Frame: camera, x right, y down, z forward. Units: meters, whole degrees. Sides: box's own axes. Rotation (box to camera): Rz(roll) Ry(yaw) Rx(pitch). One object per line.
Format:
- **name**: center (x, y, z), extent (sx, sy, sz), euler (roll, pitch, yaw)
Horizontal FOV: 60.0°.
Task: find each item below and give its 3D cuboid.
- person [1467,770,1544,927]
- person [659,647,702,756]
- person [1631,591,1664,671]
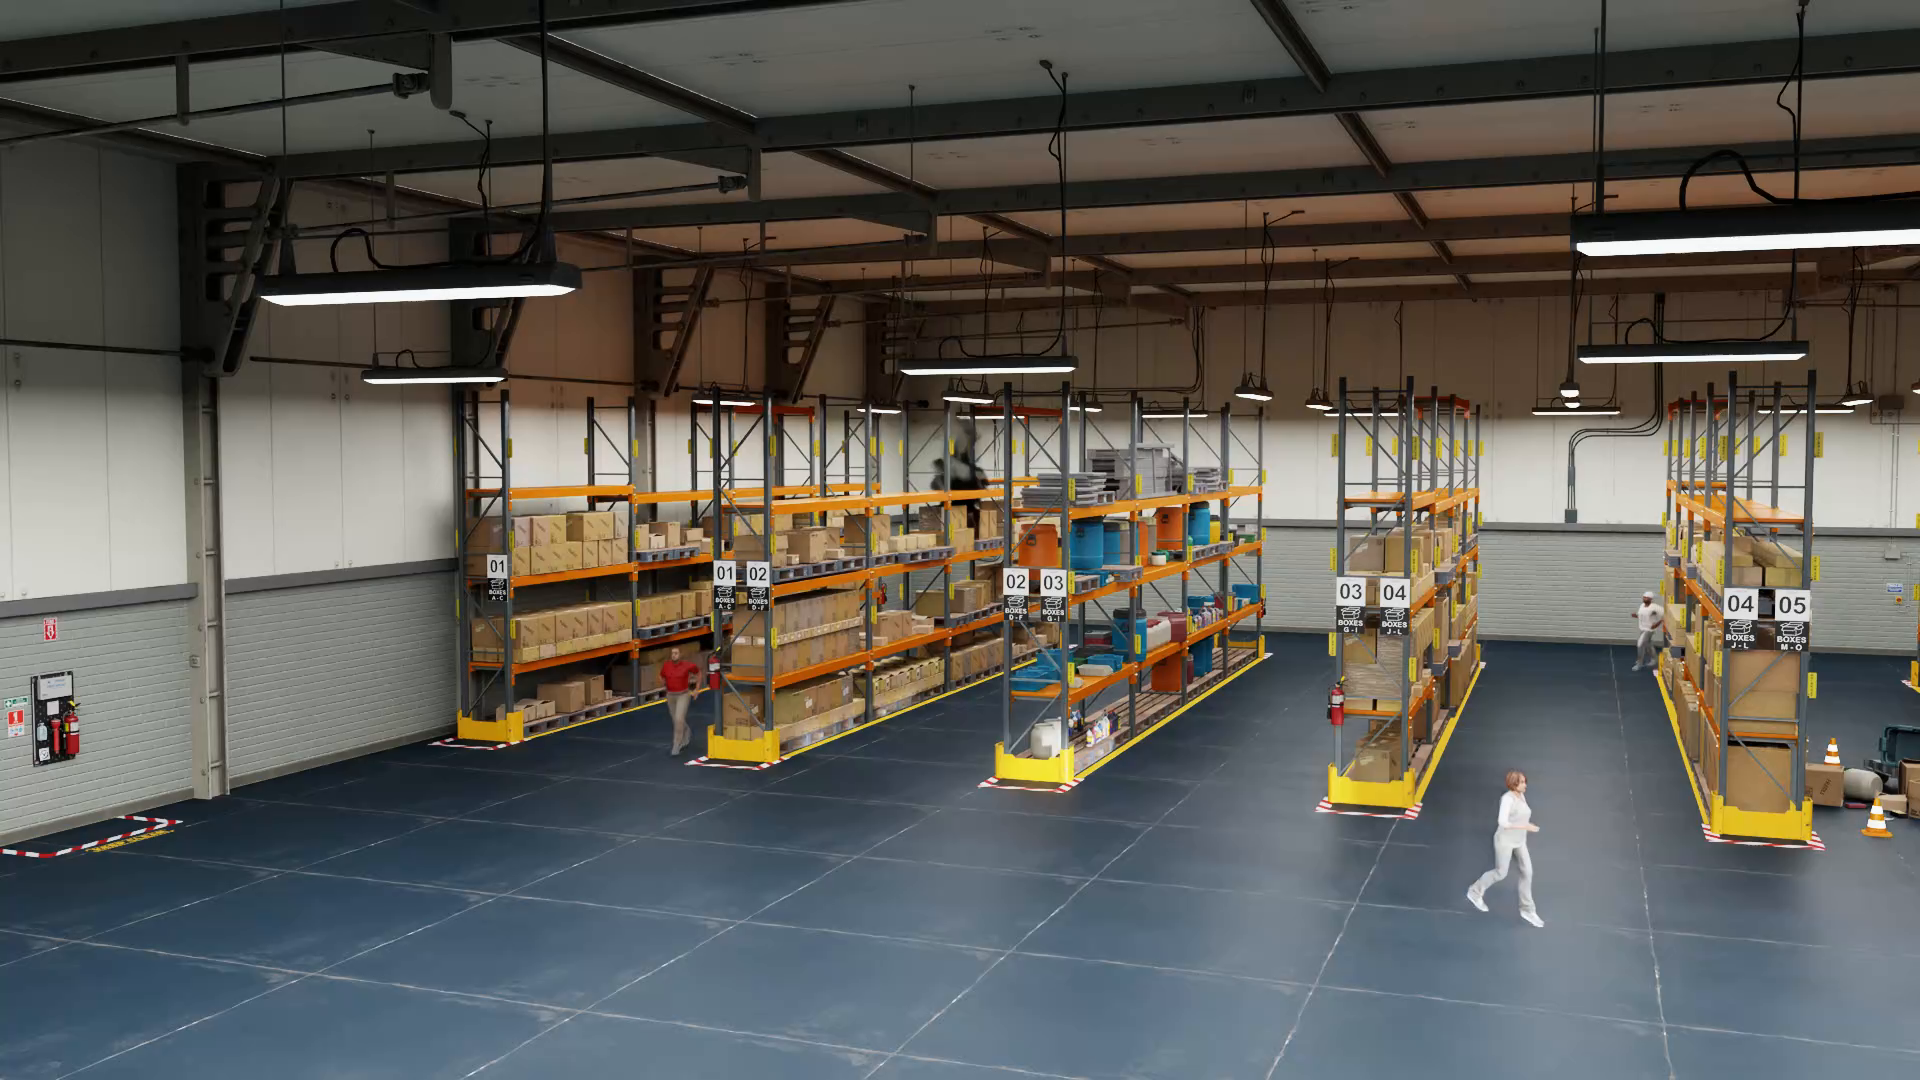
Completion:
- **person**: center (5.787, 3.230, 17.614), extent (0.508, 1.617, 0.833), euler (-3, 4, -42)
- **person**: center (-4.653, 2.641, 27.530), extent (0.687, 1.762, 0.936), euler (1, 3, 18)
- **person**: center (15.533, 2.061, 37.510), extent (0.764, 1.821, 0.700), euler (-1, 3, -9)
